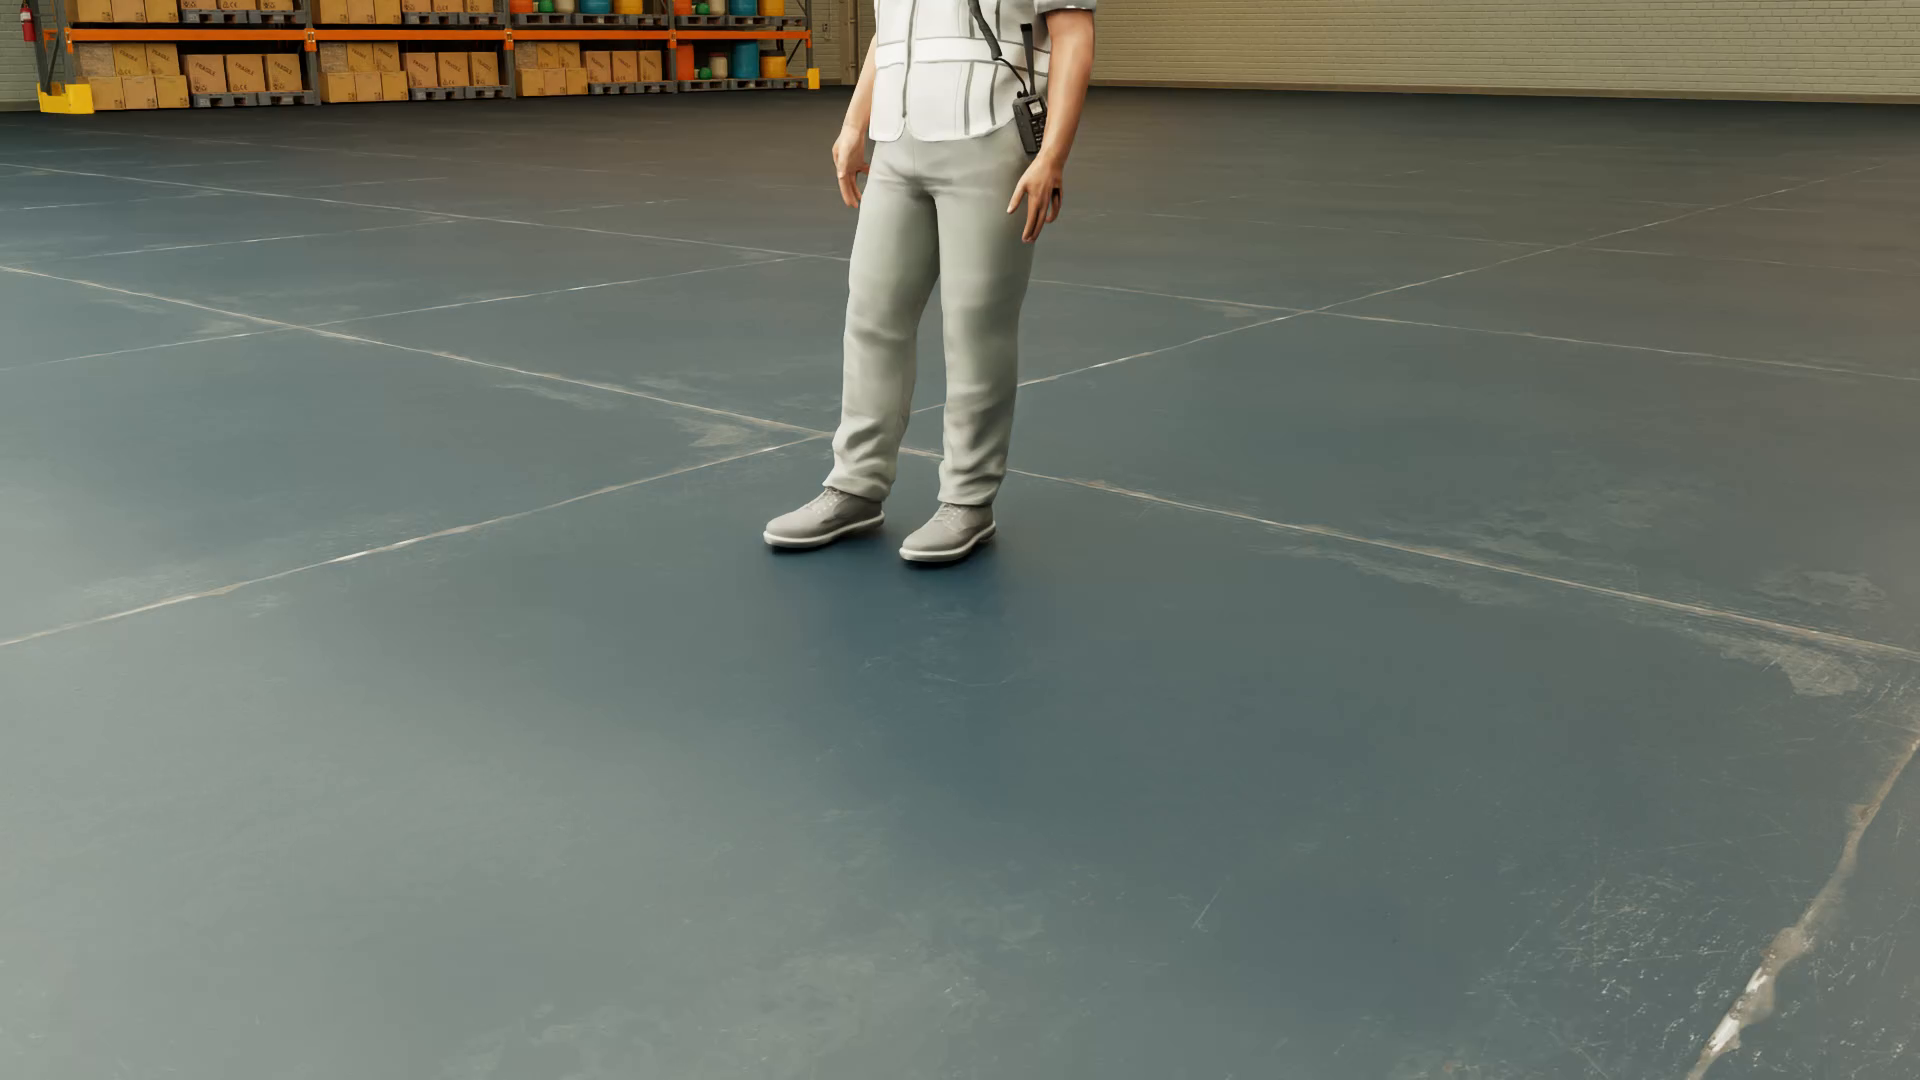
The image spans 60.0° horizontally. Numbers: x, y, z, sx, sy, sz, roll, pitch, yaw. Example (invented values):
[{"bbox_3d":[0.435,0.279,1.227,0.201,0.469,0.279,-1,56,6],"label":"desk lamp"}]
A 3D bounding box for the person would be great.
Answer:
[{"bbox_3d":[-0.059,-0.845,3.630,0.641,1.780,0.574,13,21,37],"label":"person"}]
